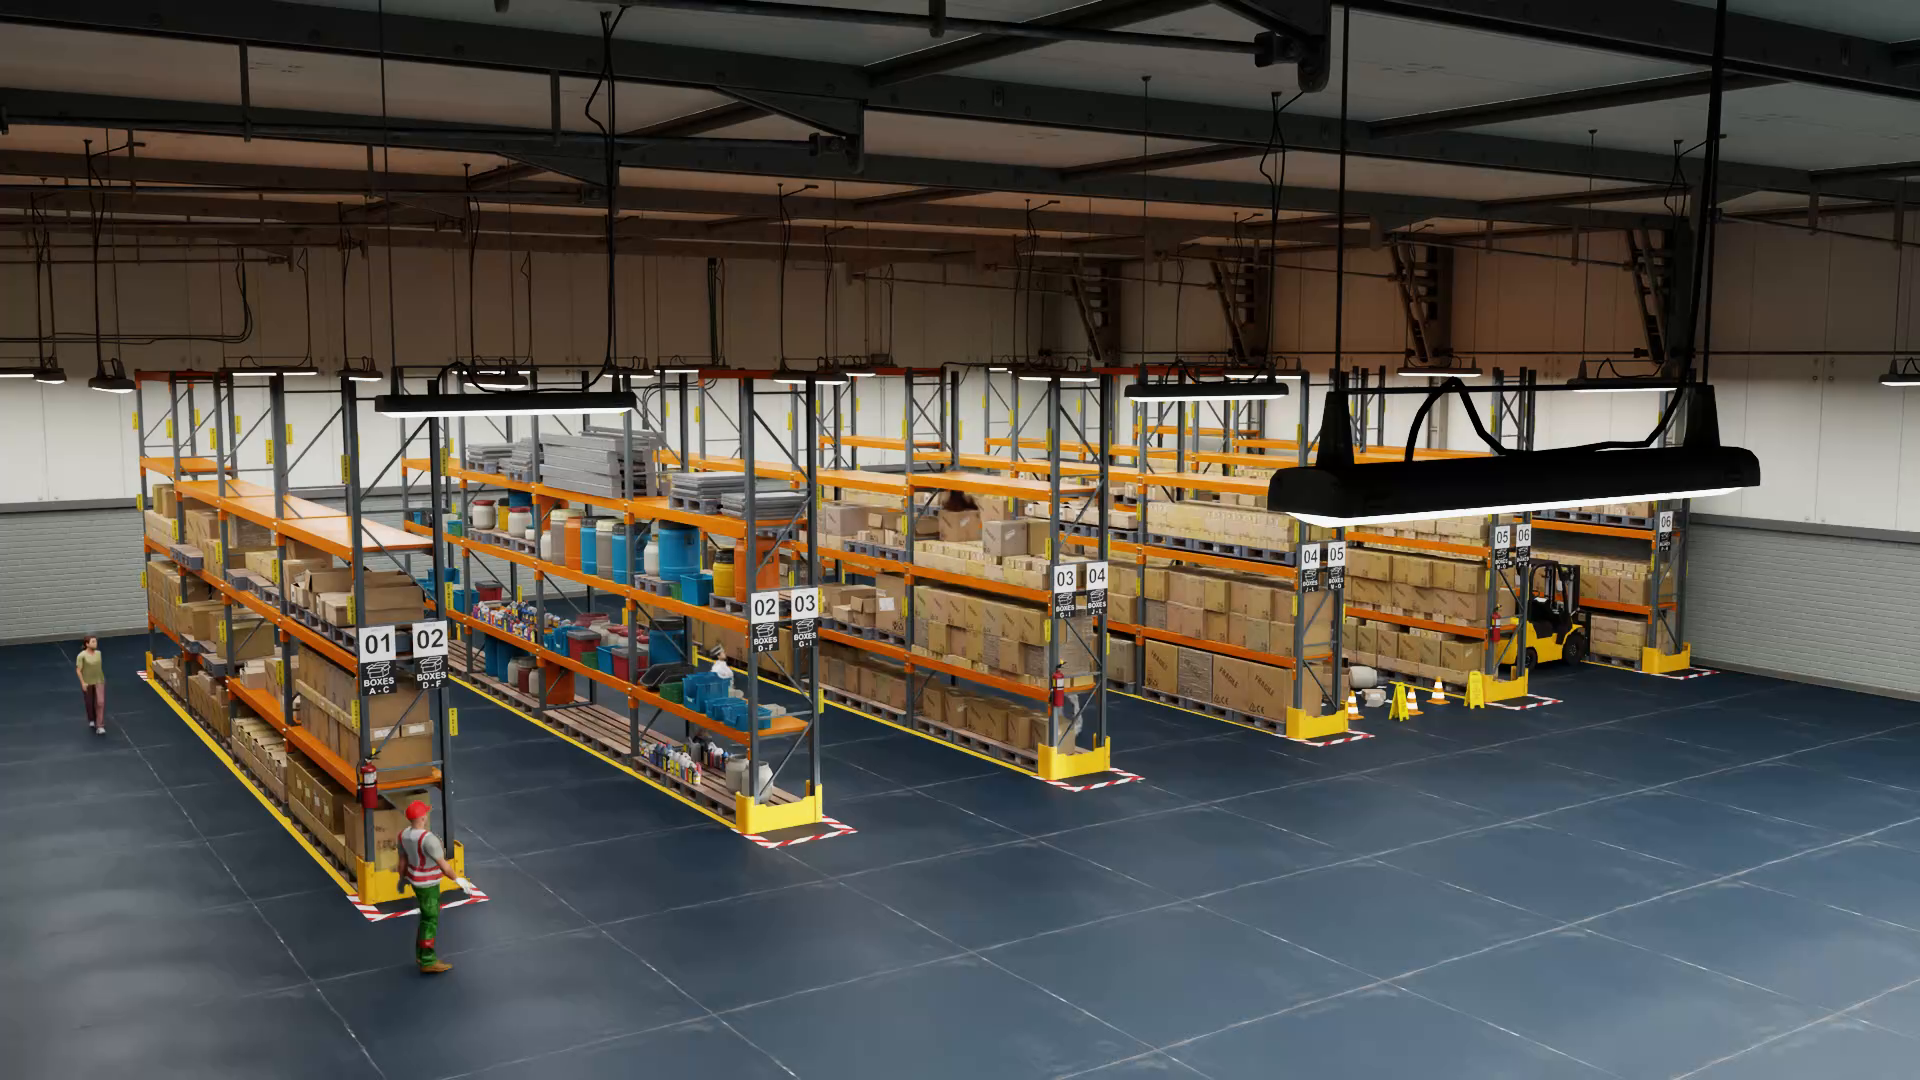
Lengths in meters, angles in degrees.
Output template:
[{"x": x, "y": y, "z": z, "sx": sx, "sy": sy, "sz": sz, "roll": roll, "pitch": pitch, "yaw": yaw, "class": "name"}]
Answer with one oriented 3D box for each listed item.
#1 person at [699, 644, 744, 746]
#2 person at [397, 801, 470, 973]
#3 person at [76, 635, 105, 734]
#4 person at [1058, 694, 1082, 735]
[{"x": -3.847, "y": 2.487, "z": 26.808, "sx": 0.908, "sy": 1.644, "sz": 0.449, "roll": 6, "pitch": 9, "yaw": 43, "class": "person"}, {"x": -5.413, "y": 3.536, "z": 17.069, "sx": 0.636, "sy": 1.817, "sz": 0.610, "roll": -4, "pitch": 8, "yaw": -31, "class": "person"}, {"x": -14.479, "y": 2.390, "z": 27.714, "sx": 0.416, "sy": 1.621, "sz": 1.024, "roll": -3, "pitch": 7, "yaw": -23, "class": "person"}, {"x": 1.729, "y": 2.318, "z": 27.686, "sx": 0.631, "sy": 1.788, "sz": 0.418, "roll": 2, "pitch": 7, "yaw": 19, "class": "person"}]
